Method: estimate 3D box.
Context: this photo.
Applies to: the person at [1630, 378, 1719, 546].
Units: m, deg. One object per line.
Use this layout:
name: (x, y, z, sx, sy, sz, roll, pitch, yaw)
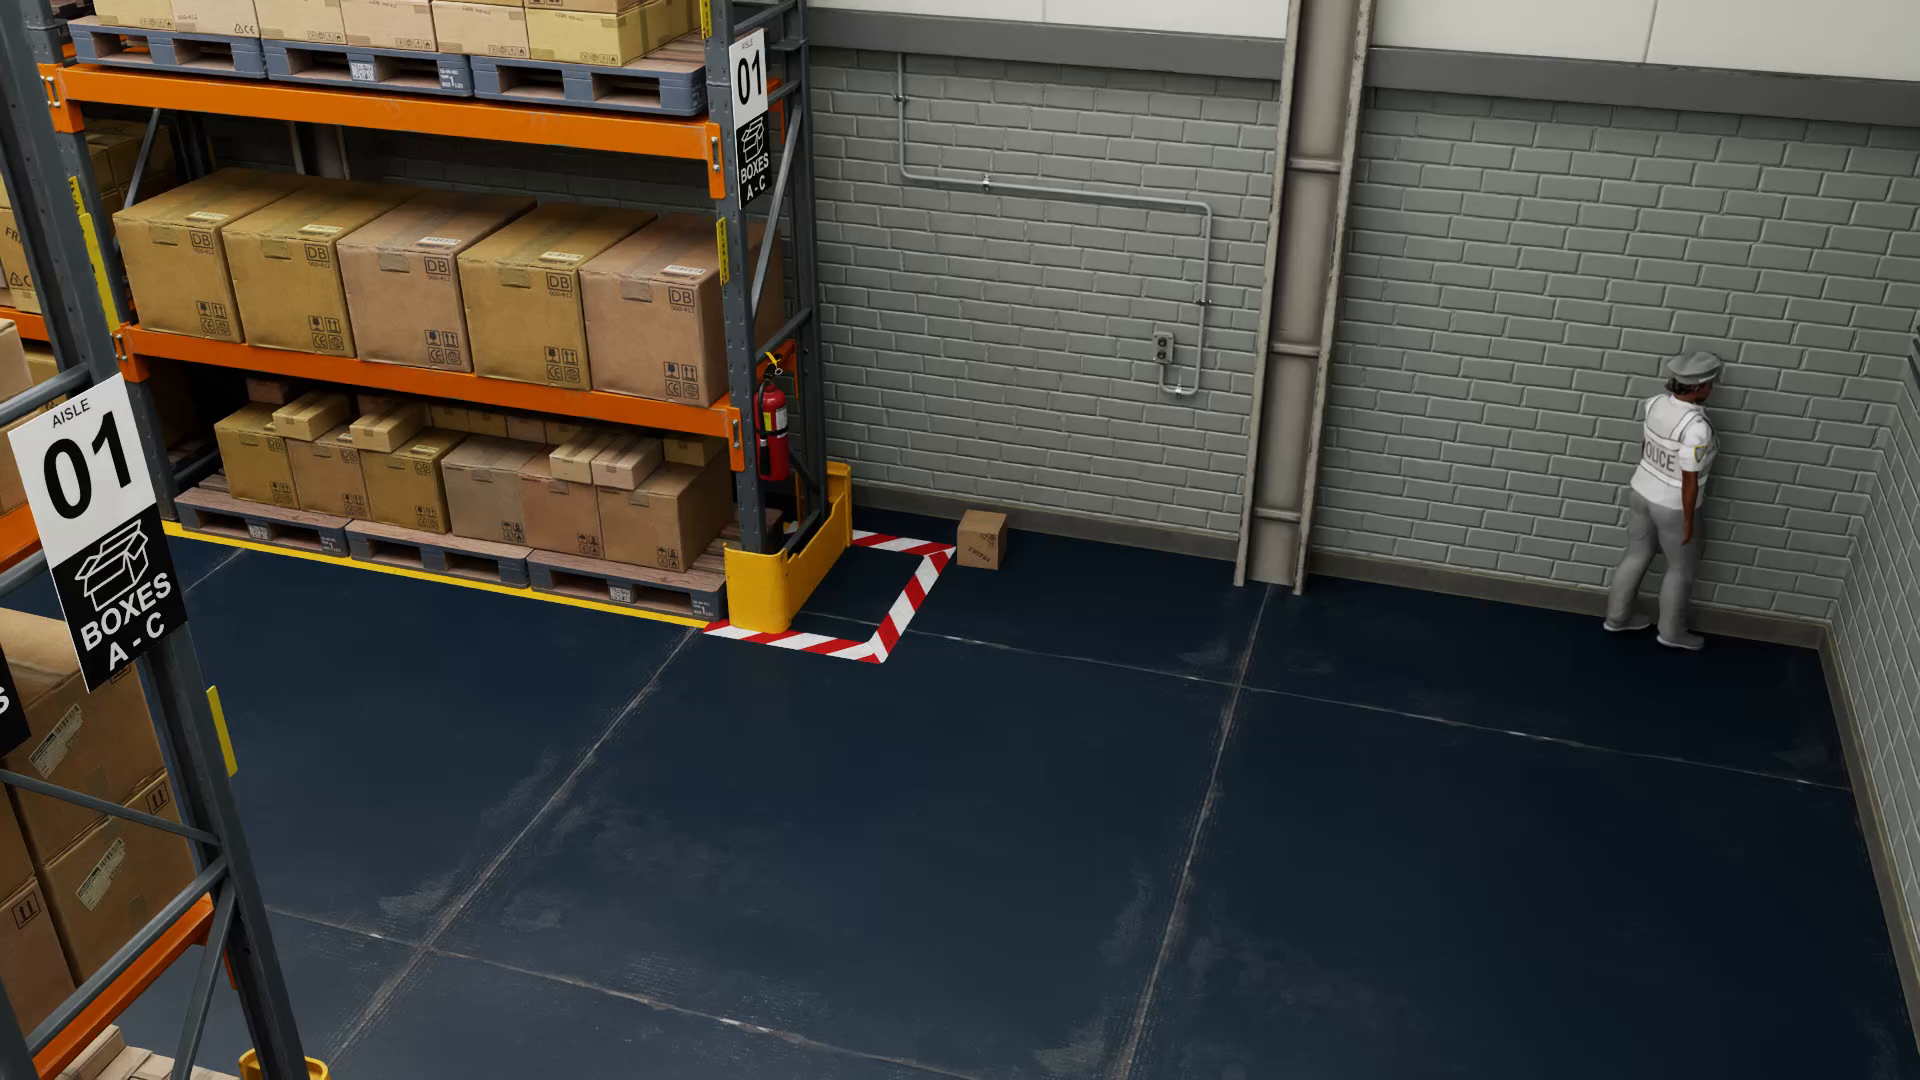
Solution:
person: (3.766, -0.498, 8.674, 0.375, 0.990, 0.490, -9, 31, -16)
